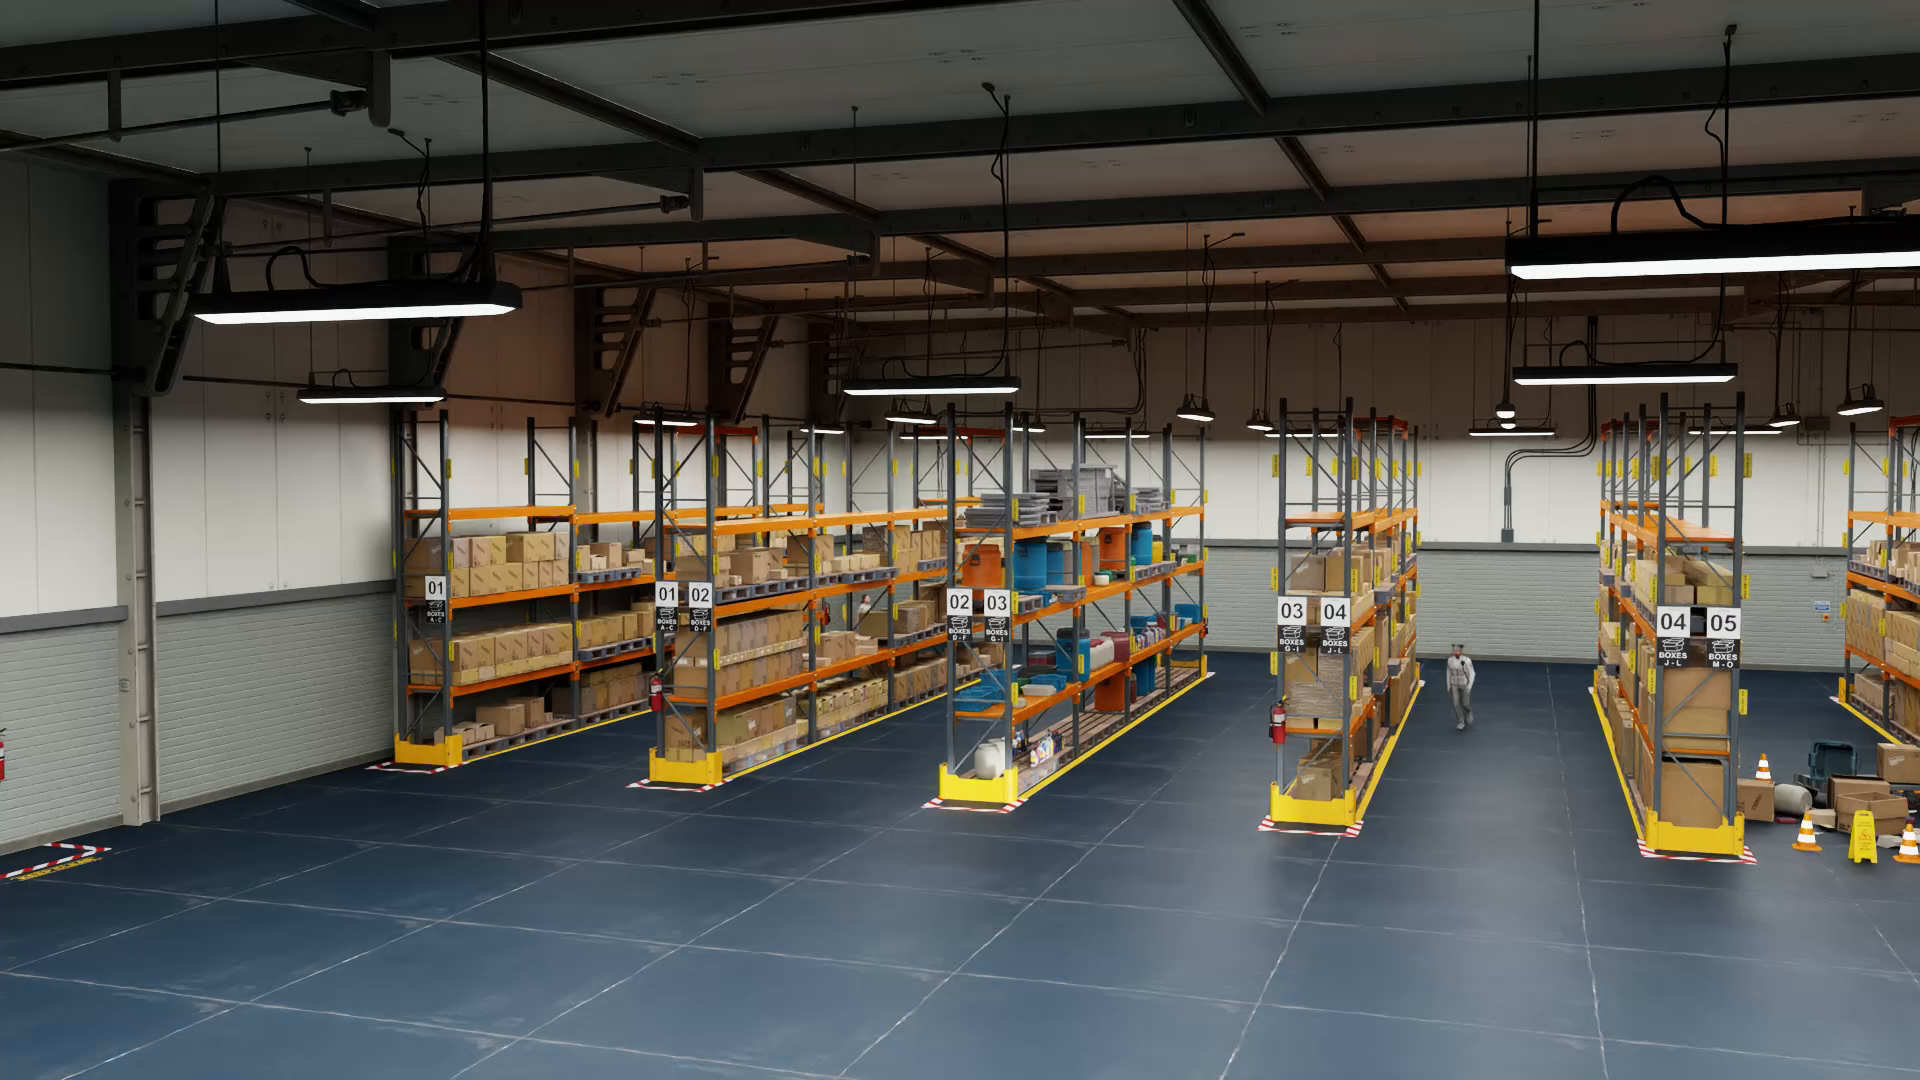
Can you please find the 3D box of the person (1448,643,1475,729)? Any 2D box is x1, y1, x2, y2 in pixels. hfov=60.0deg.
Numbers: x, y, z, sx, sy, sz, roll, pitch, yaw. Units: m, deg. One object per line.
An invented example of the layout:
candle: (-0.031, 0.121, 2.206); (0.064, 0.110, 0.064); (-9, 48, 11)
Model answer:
person: (9.718, 2.802, 32.214); (0.541, 1.653, 0.583); (2, 3, 34)

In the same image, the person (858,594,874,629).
person: (-2.486, 2.274, 44.796); (1.044, 1.604, 0.443); (1, 3, 29)
